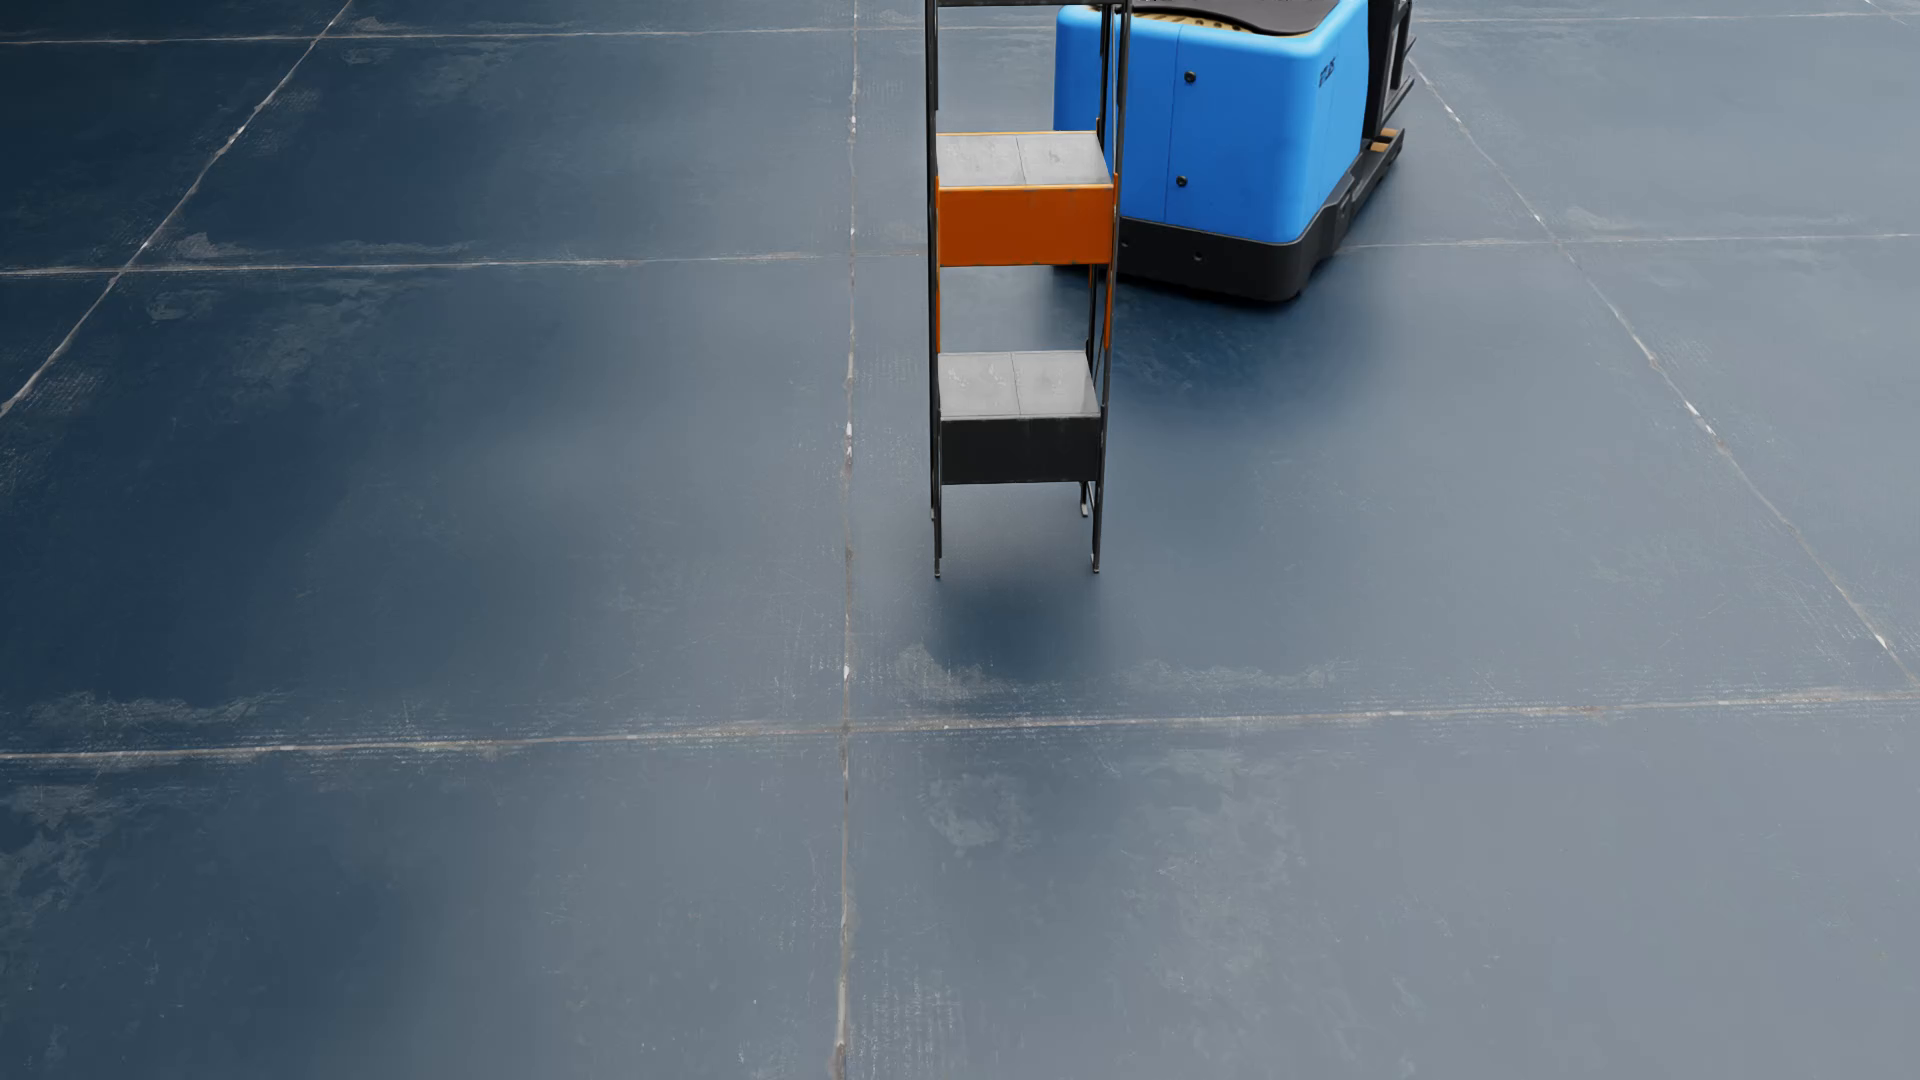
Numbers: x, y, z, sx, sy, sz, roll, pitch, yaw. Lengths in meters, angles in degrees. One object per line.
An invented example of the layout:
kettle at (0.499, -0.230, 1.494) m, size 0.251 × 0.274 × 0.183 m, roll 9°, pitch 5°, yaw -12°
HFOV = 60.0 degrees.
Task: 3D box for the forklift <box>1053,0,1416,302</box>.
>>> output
forklift at (1.429, -2.959, 6.950) m, size 1.130 × 2.935 × 3.031 m, roll 15°, pitch 37°, yaw 20°

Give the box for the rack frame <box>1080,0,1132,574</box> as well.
rack frame at (0.409, -0.874, 4.668) m, size 0.015 × 2.100 × 0.400 m, roll -2°, pitch 35°, yaw -2°

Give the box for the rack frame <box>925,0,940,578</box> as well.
rack frame at (-0.078, -0.861, 4.649) m, size 0.015 × 2.100 × 0.400 m, roll -2°, pitch 35°, yaw -2°

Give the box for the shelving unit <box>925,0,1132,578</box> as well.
shelving unit at (0.165, -0.868, 4.659) m, size 0.503 × 2.100 × 0.431 m, roll -2°, pitch 35°, yaw -2°

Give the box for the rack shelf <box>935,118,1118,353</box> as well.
rack shelf at (0.165, -0.857, 4.667) m, size 0.480 × 0.518 × 0.431 m, roll -2°, pitch 35°, yaw -2°

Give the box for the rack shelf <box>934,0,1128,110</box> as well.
rack shelf at (0.165, -1.432, 4.268) m, size 0.480 × 0.518 × 0.431 m, roll -2°, pitch 35°, yaw -2°

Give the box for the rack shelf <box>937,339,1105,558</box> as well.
rack shelf at (0.165, -0.281, 5.065) m, size 0.480 × 0.518 × 0.431 m, roll -2°, pitch 35°, yaw -2°
